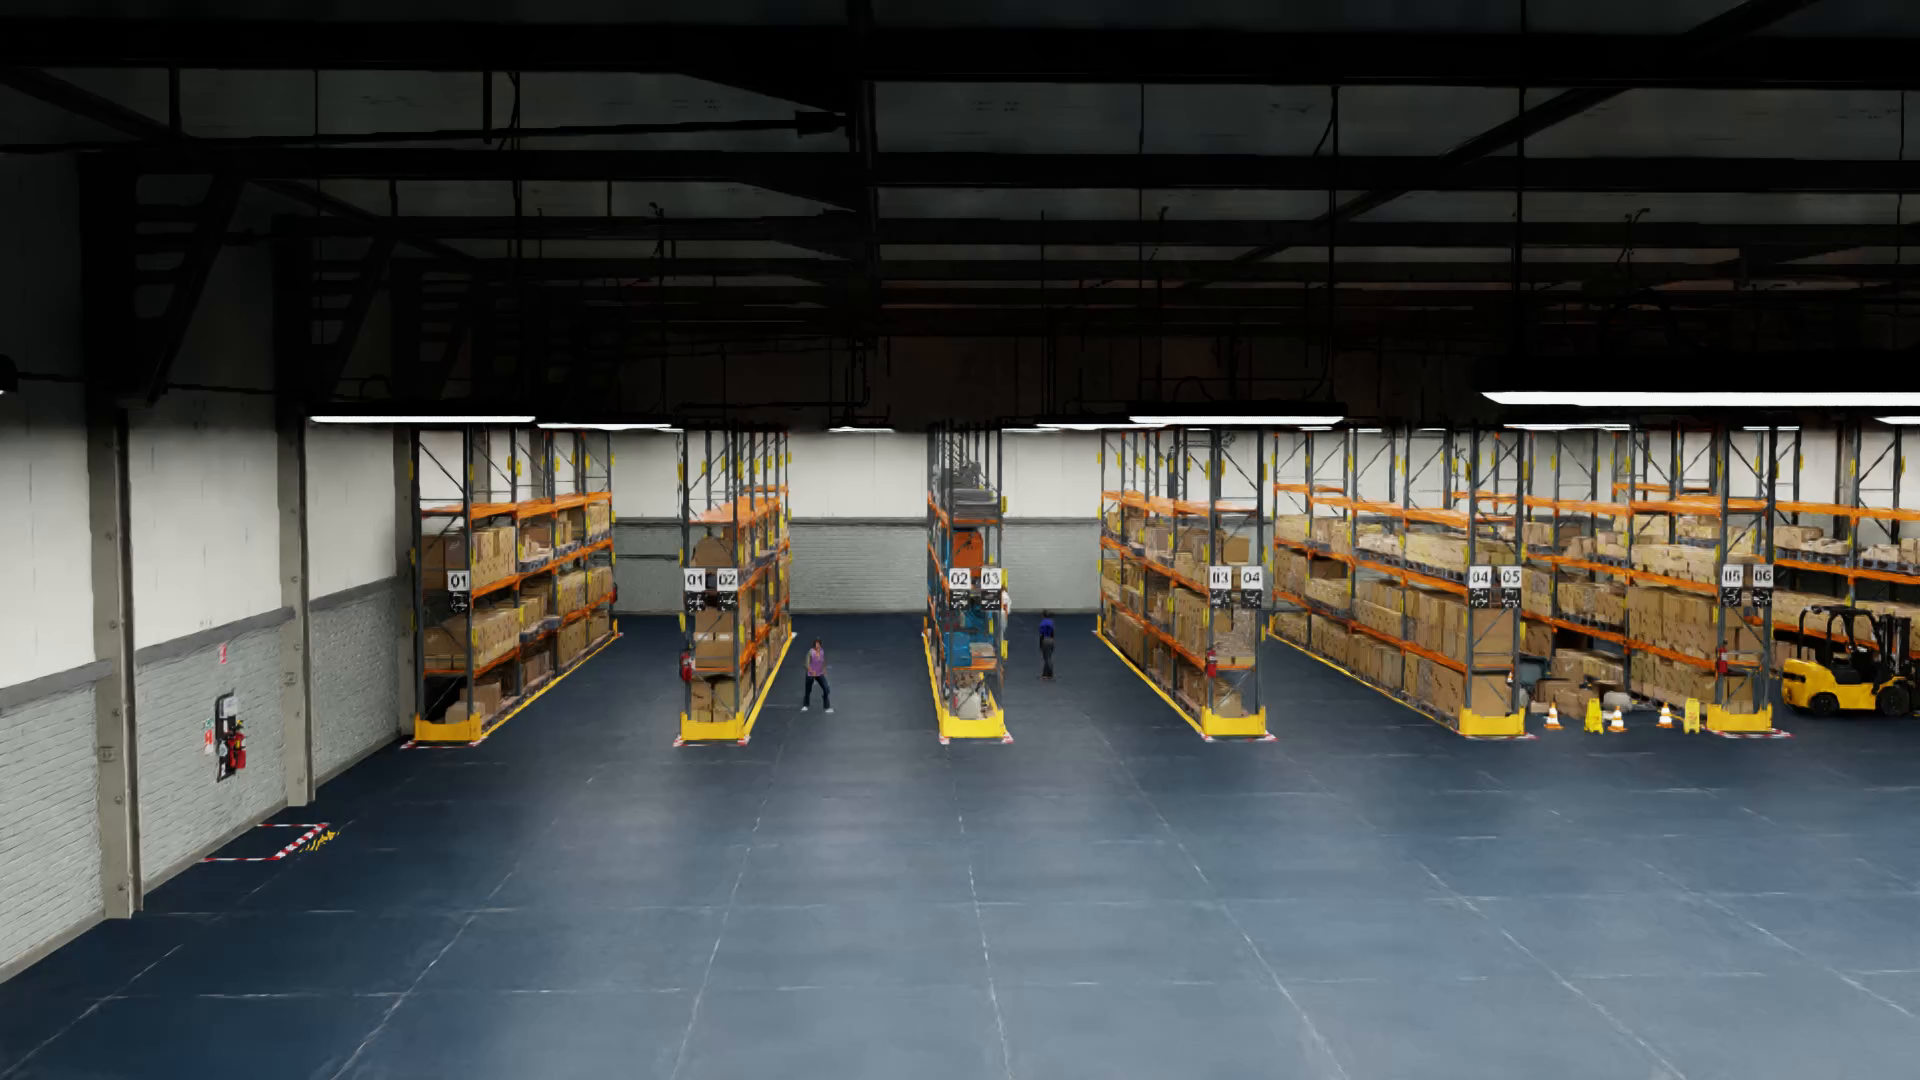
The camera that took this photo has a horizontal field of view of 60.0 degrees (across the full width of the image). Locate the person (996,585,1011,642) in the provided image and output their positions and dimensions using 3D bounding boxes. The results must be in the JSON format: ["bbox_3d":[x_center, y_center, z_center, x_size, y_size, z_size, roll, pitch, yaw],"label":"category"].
[{"bbox_3d":[1.180,1.985,45.166,0.390,1.669,0.629,-1,4,-10],"label":"person"}]

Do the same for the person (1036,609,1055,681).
[{"bbox_3d":[1.982,2.415,38.556,0.543,1.652,0.575,2,4,28],"label":"person"}]

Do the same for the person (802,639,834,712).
[{"bbox_3d":[-2.948,2.770,34.090,0.573,1.523,0.763,-1,4,-22],"label":"person"}]
